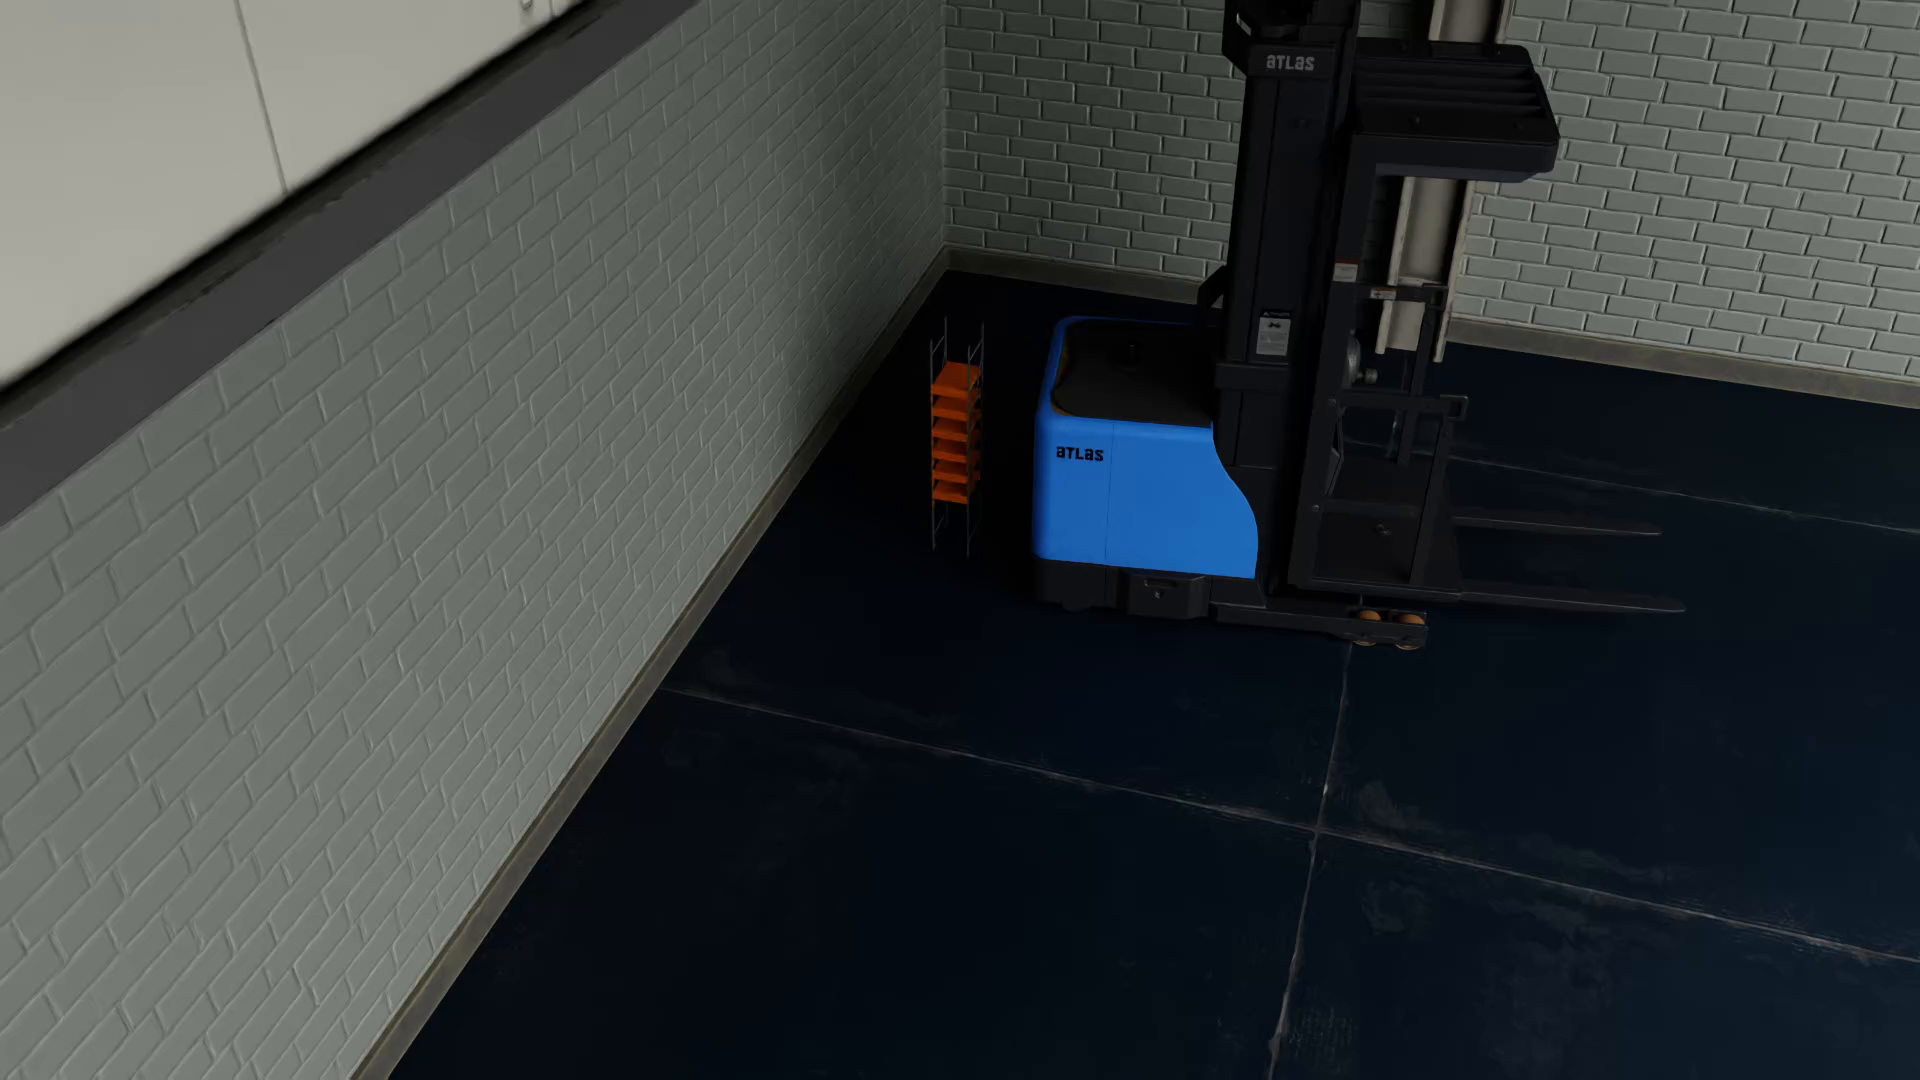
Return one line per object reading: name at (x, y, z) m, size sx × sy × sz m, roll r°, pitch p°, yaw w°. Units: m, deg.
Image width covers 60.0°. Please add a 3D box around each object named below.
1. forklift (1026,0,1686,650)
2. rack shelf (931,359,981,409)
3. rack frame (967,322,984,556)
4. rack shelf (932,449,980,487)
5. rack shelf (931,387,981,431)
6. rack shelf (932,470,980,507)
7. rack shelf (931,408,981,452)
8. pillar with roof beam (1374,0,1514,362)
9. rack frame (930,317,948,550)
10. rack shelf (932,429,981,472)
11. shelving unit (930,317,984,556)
forklift at (1.882, -1.009, 7.333) m, size 3.031 × 2.935 × 1.130 m, roll 5°, pitch 37°, yaw 7°
rack shelf at (-0.014, -0.740, 7.896) m, size 0.180 × 0.103 × 0.258 m, roll 10°, pitch 38°, yaw 14°
rack frame at (0.074, -0.470, 8.061) m, size 0.006 × 1.200 × 0.240 m, roll 10°, pitch 38°, yaw 14°
rack shelf at (-0.014, -0.353, 8.180) m, size 0.180 × 0.103 × 0.258 m, roll 10°, pitch 38°, yaw 14°
rack shelf at (-0.014, -0.643, 7.967) m, size 0.180 × 0.103 × 0.258 m, roll 10°, pitch 38°, yaw 14°
rack shelf at (-0.014, -0.257, 8.251) m, size 0.180 × 0.103 × 0.258 m, roll 10°, pitch 38°, yaw 14°
rack shelf at (-0.014, -0.547, 8.038) m, size 0.180 × 0.103 × 0.258 m, roll 10°, pitch 38°, yaw 14°
pillar with roof beam at (1.431, -2.363, 4.054) m, size 0.400 × 9.000 × 9.100 m, roll 10°, pitch 38°, yaw 14°
rack frame at (-0.101, -0.502, 8.105) m, size 0.006 × 1.200 × 0.240 m, roll 10°, pitch 38°, yaw 14°
rack shelf at (-0.014, -0.450, 8.109) m, size 0.180 × 0.103 × 0.258 m, roll 10°, pitch 38°, yaw 14°
shelving unit at (-0.014, -0.486, 8.083) m, size 0.189 × 1.200 × 0.258 m, roll 10°, pitch 38°, yaw 14°
